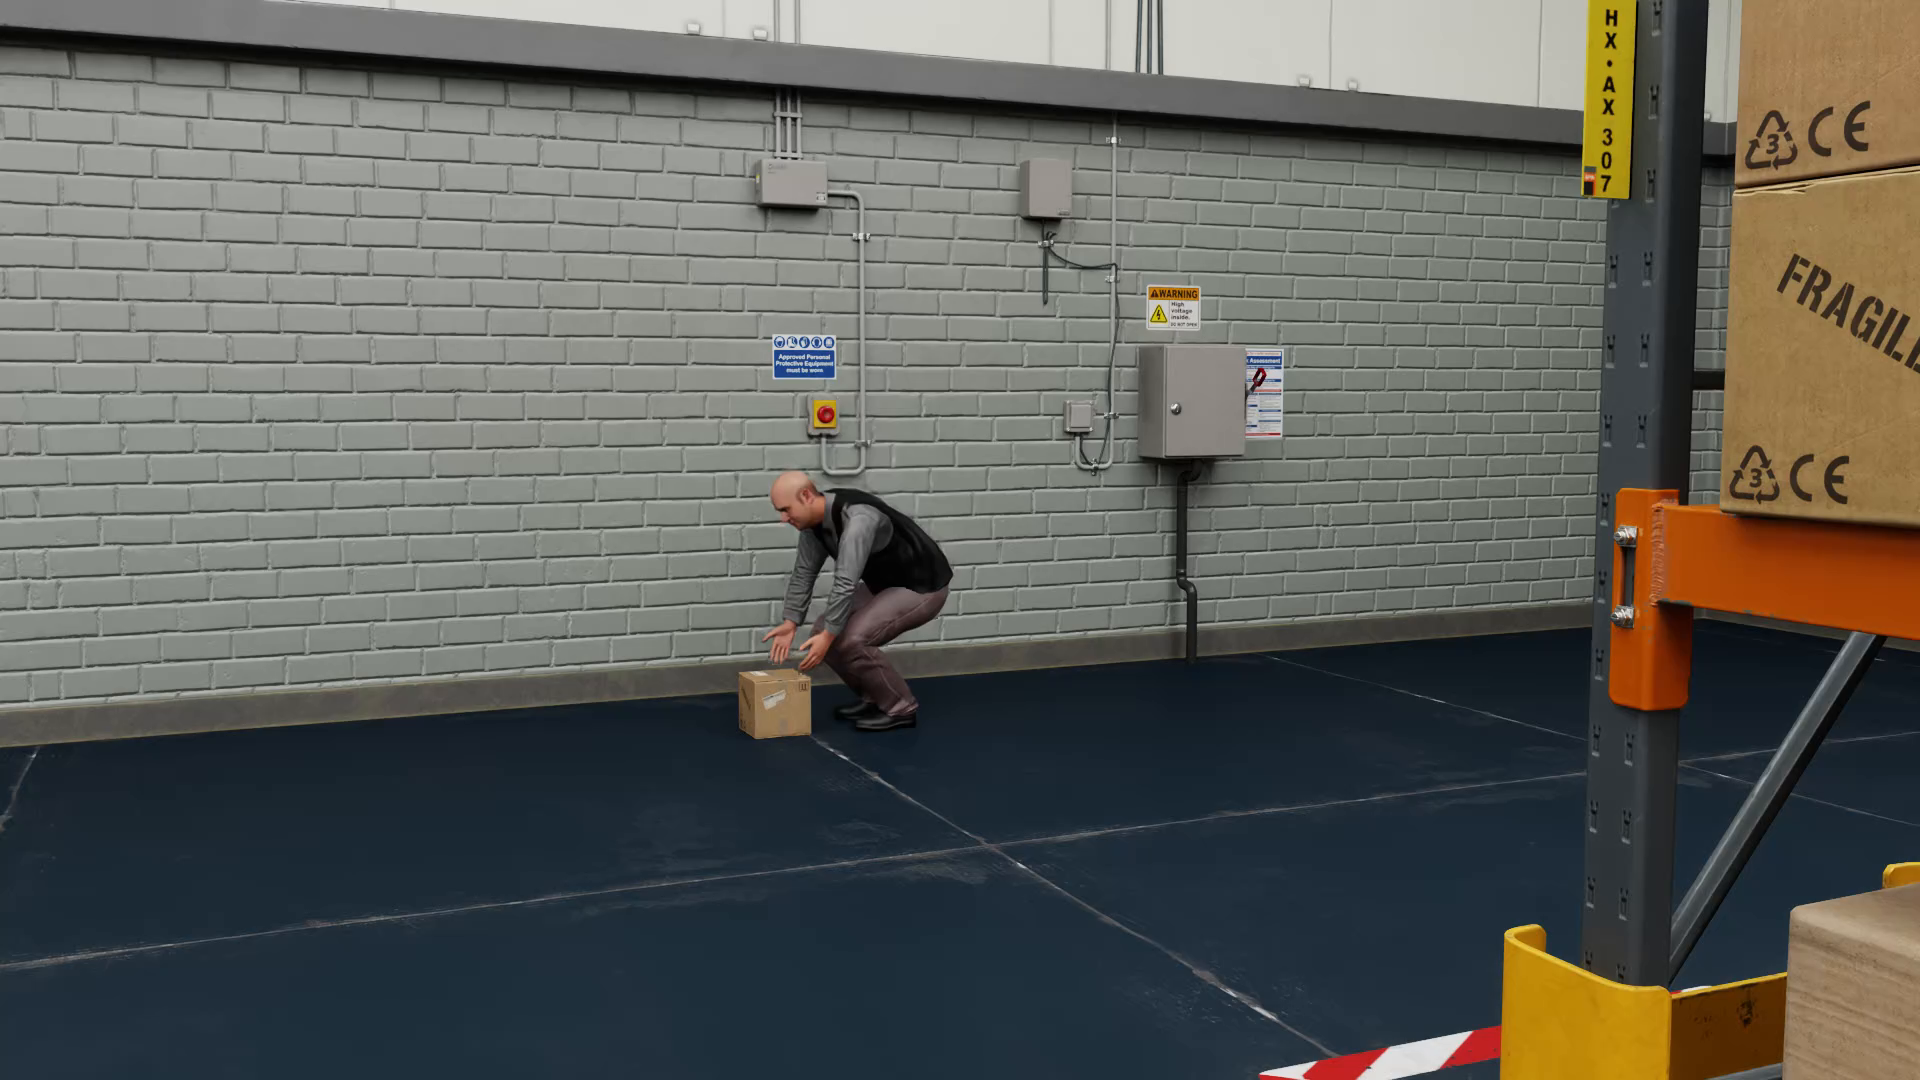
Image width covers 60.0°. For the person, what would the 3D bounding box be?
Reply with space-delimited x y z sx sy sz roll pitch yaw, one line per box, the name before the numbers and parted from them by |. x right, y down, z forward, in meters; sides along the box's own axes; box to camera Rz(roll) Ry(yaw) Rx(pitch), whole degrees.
person | -0.433 0.261 7.288 0.823 1.129 0.568 -2 6 -24
